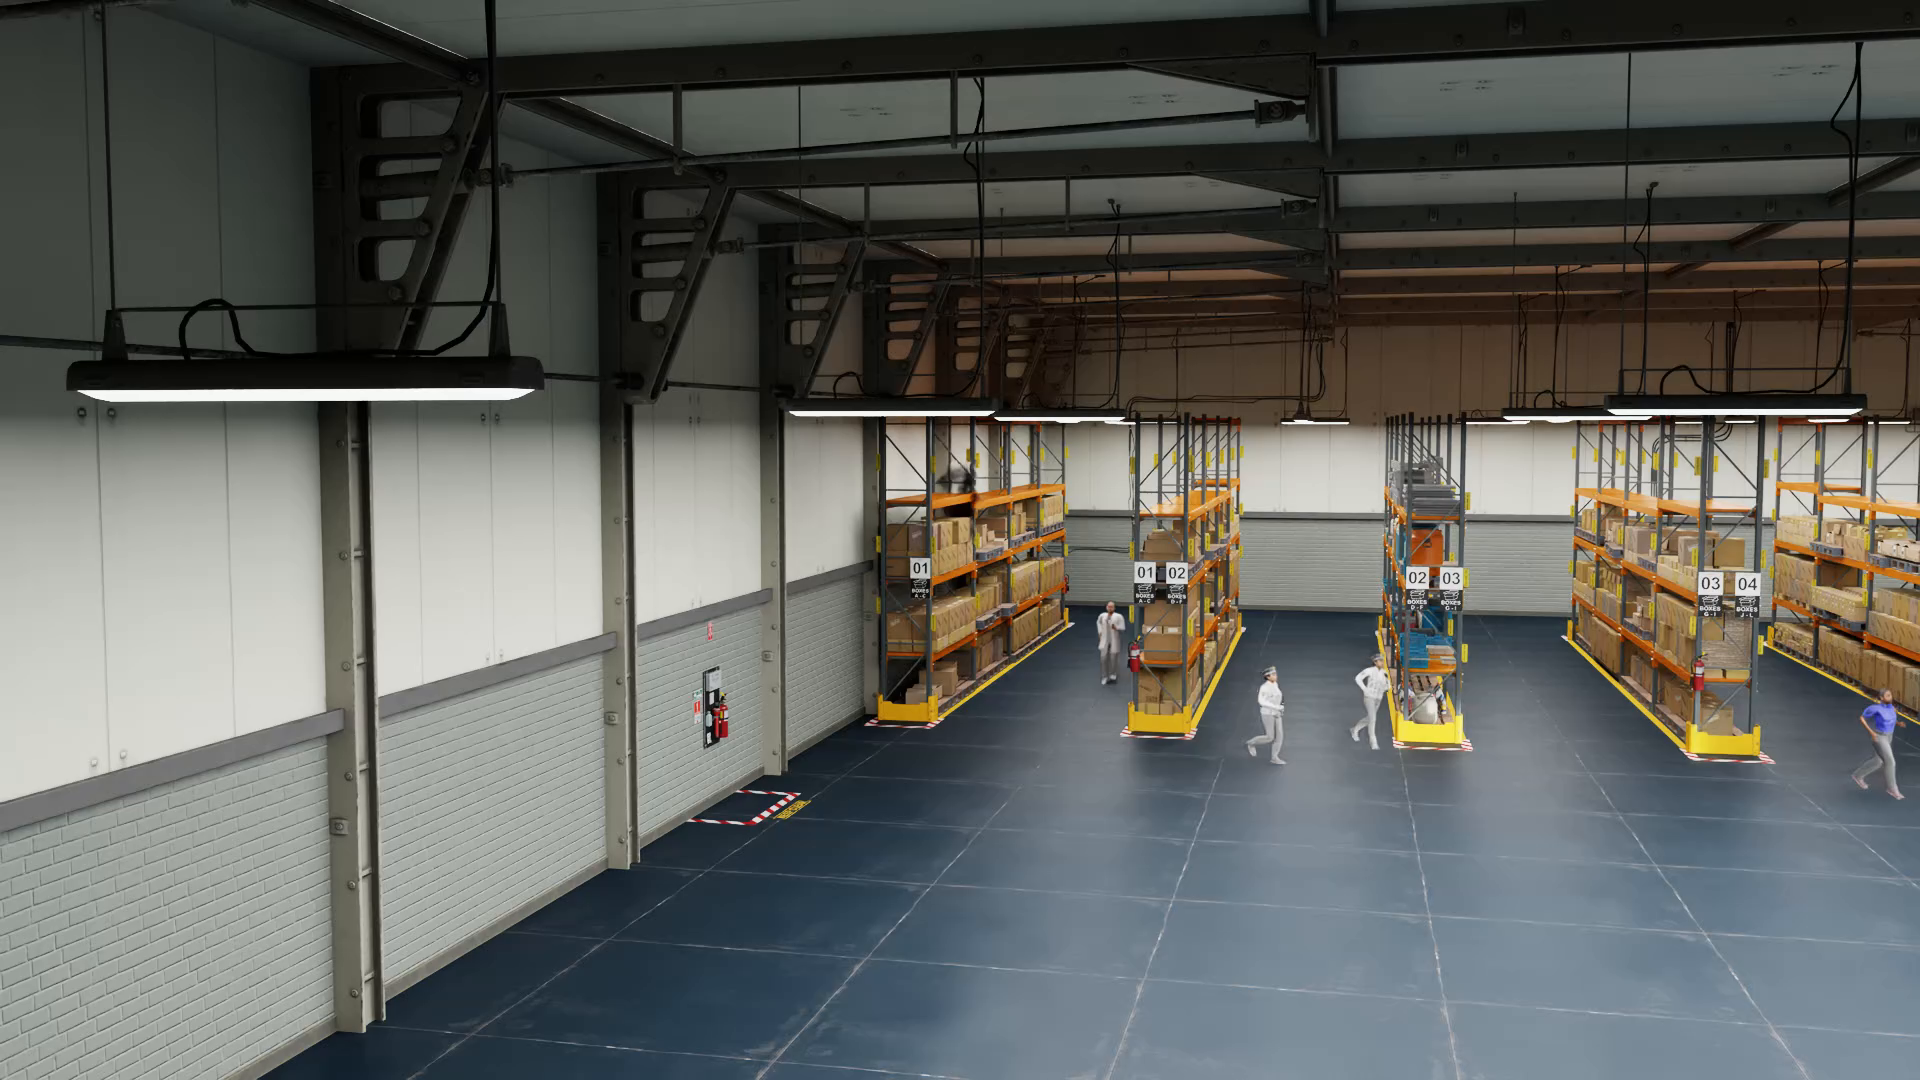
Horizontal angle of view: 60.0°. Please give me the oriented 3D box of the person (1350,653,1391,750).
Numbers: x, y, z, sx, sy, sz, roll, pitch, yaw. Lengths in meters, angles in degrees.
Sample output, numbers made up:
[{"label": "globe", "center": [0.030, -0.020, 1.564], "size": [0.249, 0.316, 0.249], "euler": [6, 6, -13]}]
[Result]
[{"label": "person", "center": [7.464, 2.877, 29.982], "size": [0.633, 1.711, 0.842], "euler": [-2, 4, -24]}]

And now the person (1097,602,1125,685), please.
[{"label": "person", "center": [3.367, 2.311, 37.289], "size": [0.685, 1.843, 0.805], "euler": [1, 4, 15]}]

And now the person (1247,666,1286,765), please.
[{"label": "person", "center": [5.252, 2.970, 28.356], "size": [0.711, 1.660, 0.589], "euler": [3, 5, 40]}]

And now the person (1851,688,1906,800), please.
[{"label": "person", "center": [14.368, 3.143, 25.926], "size": [0.561, 1.689, 0.847], "euler": [-3, 5, -33]}]
